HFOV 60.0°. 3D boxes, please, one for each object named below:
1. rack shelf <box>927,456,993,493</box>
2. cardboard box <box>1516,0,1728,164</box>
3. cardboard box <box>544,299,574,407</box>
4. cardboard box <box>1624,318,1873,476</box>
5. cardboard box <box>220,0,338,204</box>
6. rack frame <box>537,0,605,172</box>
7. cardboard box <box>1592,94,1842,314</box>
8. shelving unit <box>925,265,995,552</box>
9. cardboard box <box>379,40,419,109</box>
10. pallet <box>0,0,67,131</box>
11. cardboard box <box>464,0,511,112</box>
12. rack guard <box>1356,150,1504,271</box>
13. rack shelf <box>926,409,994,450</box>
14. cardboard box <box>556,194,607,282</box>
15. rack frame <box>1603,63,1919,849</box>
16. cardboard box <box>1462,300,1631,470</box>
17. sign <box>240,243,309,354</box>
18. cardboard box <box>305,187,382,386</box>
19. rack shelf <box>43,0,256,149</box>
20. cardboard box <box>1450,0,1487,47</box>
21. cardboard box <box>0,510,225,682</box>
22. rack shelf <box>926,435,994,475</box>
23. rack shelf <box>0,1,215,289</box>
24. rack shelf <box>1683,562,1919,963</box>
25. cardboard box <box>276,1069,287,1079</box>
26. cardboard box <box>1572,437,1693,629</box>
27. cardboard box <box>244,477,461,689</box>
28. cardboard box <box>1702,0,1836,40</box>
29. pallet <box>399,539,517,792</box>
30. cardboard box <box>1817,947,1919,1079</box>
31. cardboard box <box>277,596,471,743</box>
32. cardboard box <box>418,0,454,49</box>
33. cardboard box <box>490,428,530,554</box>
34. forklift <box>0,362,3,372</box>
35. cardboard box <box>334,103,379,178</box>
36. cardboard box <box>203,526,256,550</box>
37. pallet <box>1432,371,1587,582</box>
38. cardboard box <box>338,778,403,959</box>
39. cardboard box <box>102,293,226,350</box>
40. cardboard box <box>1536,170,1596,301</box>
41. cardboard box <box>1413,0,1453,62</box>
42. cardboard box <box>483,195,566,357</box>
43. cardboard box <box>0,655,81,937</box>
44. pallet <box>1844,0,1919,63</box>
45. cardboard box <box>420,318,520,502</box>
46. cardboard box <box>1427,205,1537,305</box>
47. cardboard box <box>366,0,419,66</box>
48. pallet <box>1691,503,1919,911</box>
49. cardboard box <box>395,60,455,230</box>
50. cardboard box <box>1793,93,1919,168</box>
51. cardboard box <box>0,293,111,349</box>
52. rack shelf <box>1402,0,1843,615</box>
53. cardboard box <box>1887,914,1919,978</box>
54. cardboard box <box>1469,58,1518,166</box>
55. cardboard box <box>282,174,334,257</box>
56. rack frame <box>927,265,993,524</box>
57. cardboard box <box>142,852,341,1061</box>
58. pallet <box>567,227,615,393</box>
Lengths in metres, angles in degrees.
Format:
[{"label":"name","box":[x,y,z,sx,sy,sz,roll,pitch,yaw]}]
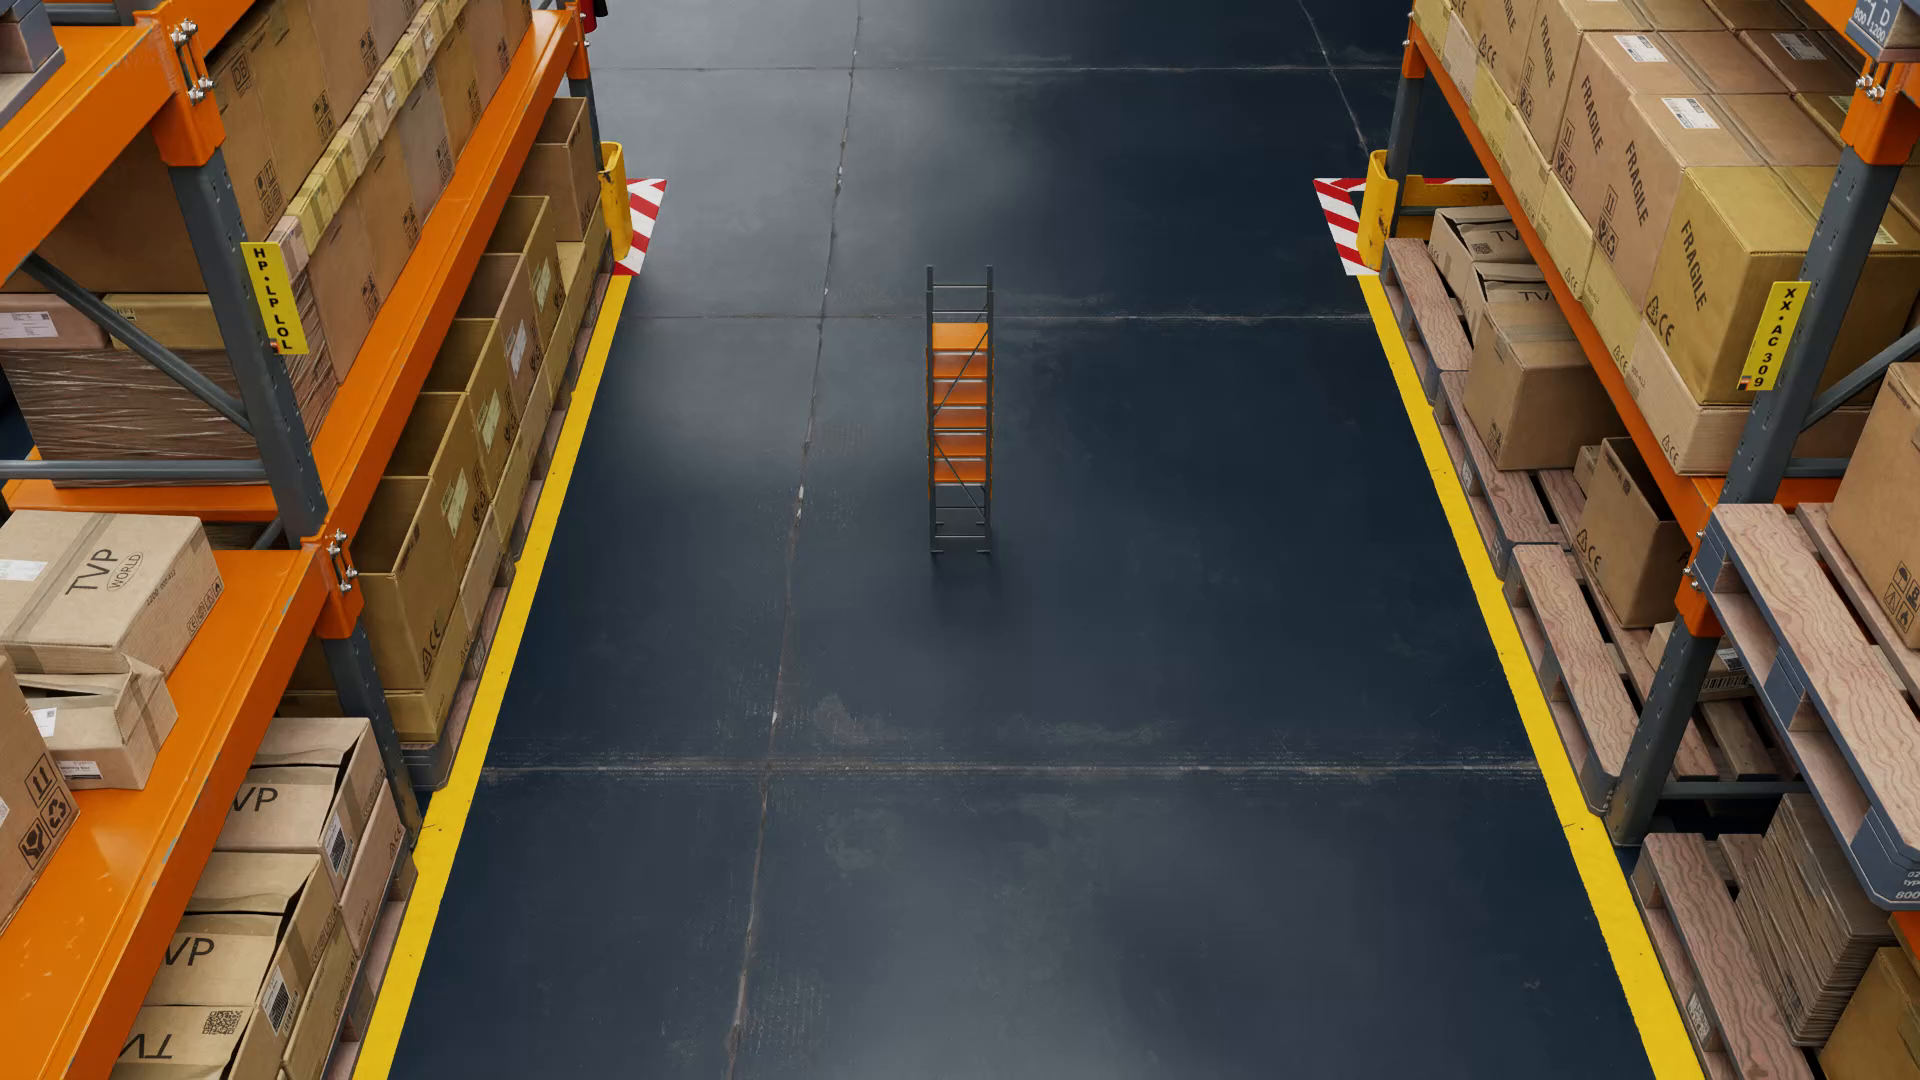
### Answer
[{"label":"rack shelf","box":[0.000,-0.255,6.564,0.258,0.103,0.180,0,39,0]},{"label":"cardboard box","box":[2.349,-1.683,5.956,0.500,0.500,0.500,1,39,1]},{"label":"cardboard box","box":[-1.991,-0.819,7.237,0.500,0.250,0.500,0,39,0]},{"label":"cardboard box","box":[2.352,-0.439,5.003,0.500,0.250,0.500,0,39,0]},{"label":"cardboard box","box":[-2.306,-1.326,4.889,0.700,0.500,0.500,0,39,0]},{"label":"rack frame","box":[-2.302,-2.689,7.707,1.000,3.000,0.127,0,39,0]},{"label":"cardboard box","box":[2.340,-1.043,5.157,0.500,0.500,0.500,0,39,0]},{"label":"shelving unit","box":[0.000,-0.477,6.386,0.258,1.200,0.189,0,39,0]},{"label":"cardboard box","box":[-2.110,-1.617,5.770,0.380,0.149,0.250,0,39,0]},{"label":"pallet","box":[-2.284,-0.732,3.019,0.805,0.209,1.217,-1,39,-2]},{"label":"cardboard box","box":[-2.309,-2.108,6.902,0.700,0.500,0.500,1,39,1]},{"label":"rack guard","box":[2.652,-1.672,8.437,1.175,0.500,0.348,0,39,0]},{"label":"rack shelf","box":[0.000,-0.443,6.414,0.258,0.103,0.180,0,39,0]},{"label":"cardboard box","box":[-2.006,-1.445,8.017,0.500,0.250,0.500,0,39,0]},{"label":"rack frame","box":[2.656,-0.194,4.593,1.000,3.000,0.127,0,39,0]},{"label":"cardboard box","box":[2.514,-0.643,6.801,0.700,0.500,0.500,-2,39,-3]},{"label":"sign","box":[-1.755,-0.615,4.256,0.100,0.325,0.005,0,39,0]},{"label":"cardboard box","box":[-2.311,-0.834,5.312,0.700,0.500,0.500,0,39,-1]},{"label":"rack shelf","box":[-2.300,-2.328,5.433,1.077,0.370,4.000,0,39,0]},{"label":"cardboard box","box":[2.342,-2.329,6.762,0.500,0.500,0.500,0,39,0]},{"label":"cardboard box","box":[-2.253,0.179,4.248,0.500,0.250,0.500,2,39,3]},{"label":"rack shelf","box":[0.000,-0.349,6.489,0.258,0.103,0.180,0,39,0]},{"label":"rack shelf","box":[-2.295,0.173,2.312,1.077,0.370,4.000,0,39,0]},{"label":"rack shelf","box":[2.658,1.338,3.257,1.077,0.370,4.000,0,39,0]},{"label":"cardboard box","box":[-2.007,1.617,4.197,0.500,0.250,0.500,1,39,1]},{"label":"cardboard box","box":[2.615,-0.039,6.047,0.500,0.500,0.500,-3,39,-3]},{"label":"cardboard box","box":[-1.985,0.139,5.442,0.500,0.500,0.500,0,39,0]},{"label":"cardboard box","box":[2.861,-1.689,5.964,0.500,0.500,0.500,0,39,1]},{"label":"pallet","box":[-2.257,0.403,6.078,1.003,0.211,1.213,0,39,0]},{"label":"cardboard box","box":[2.724,1.394,4.259,0.700,0.500,0.500,-1,39,-1]},{"label":"cardboard box","box":[-1.995,0.431,5.676,0.500,0.250,0.500,0,39,0]},{"label":"cardboard box","box":[-2.108,-1.933,6.164,0.380,0.149,0.250,1,39,1]},{"label":"cardboard box","box":[-1.986,-0.194,6.457,0.500,0.250,0.500,0,39,0]},{"label":"forklift","box":[-4.593,-2.200,7.151,1.130,2.935,3.031,2,39,2]},{"label":"cardboard box","box":[-2.106,-1.287,5.358,0.380,0.149,0.250,-1,39,-2]},{"label":"cardboard box","box":[-2.506,-0.174,5.831,0.500,0.500,0.500,0,39,0]},{"label":"pallet","box":[2.616,-0.290,6.943,1.003,0.211,1.213,0,39,0]},{"label":"cardboard box","box":[-2.007,0.981,4.991,0.500,0.250,0.500,0,39,0]},{"label":"cardboard box","box":[-2.104,-0.648,4.561,0.380,0.149,0.250,0,39,0]},{"label":"cardboard box","box":[2.344,-1.065,5.784,0.500,0.250,0.500,0,39,0]},{"label":"cardboard box","box":[2.335,-2.339,7.374,0.500,0.250,0.500,-1,39,-1]},{"label":"cardboard box","box":[-1.988,-1.112,7.002,0.500,0.500,0.500,0,39,0]},{"label":"cardboard box","box":[-2.312,0.583,3.544,0.500,0.500,0.500,3,39,3]},{"label":"pallet","box":[2.550,-0.905,3.232,1.213,0.211,1.003,0,39,0]},{"label":"cardboard box","box":[-1.986,-0.487,6.222,0.500,0.500,0.500,0,39,0]},{"label":"cardboard box","box":[2.562,-1.385,7.878,0.500,0.311,0.500,-4,39,-5]},{"label":"cardboard box","box":[-2.306,-1.952,5.670,0.700,0.500,0.500,0,39,0]},{"label":"pallet","box":[2.512,0.359,4.056,1.003,0.211,1.213,0,39,0]},{"label":"cardboard box","box":[-2.310,-1.468,6.103,0.700,0.500,0.500,1,39,1]},{"label":"cardboard box","box":[2.868,-1.053,5.170,0.500,0.500,0.500,0,39,0]},{"label":"cardboard box","box":[-2.512,-0.650,4.563,0.380,0.149,0.250,0,39,0]},{"label":"rack shelf","box":[2.654,-1.164,6.379,1.077,0.370,4.000,0,39,0]},{"label":"cardboard box","box":[2.678,1.053,4.085,0.500,0.250,0.500,-1,39,-1]},{"label":"cardboard box","box":[2.344,-1.696,6.571,0.500,0.250,0.500,-1,39,-1]},{"label":"cardboard box","box":[-2.107,-0.966,4.959,0.380,0.149,0.250,-1,39,-1]},{"label":"rack frame","box":[0.000,-0.534,6.457,0.240,1.200,0.006,0,39,0]},{"label":"cardboard box","box":[-2.003,1.081,4.417,0.500,0.311,0.500,1,39,1]},{"label":"pallet","box":[-2.259,-1.123,7.982,1.003,0.211,1.213,0,39,0]}]
